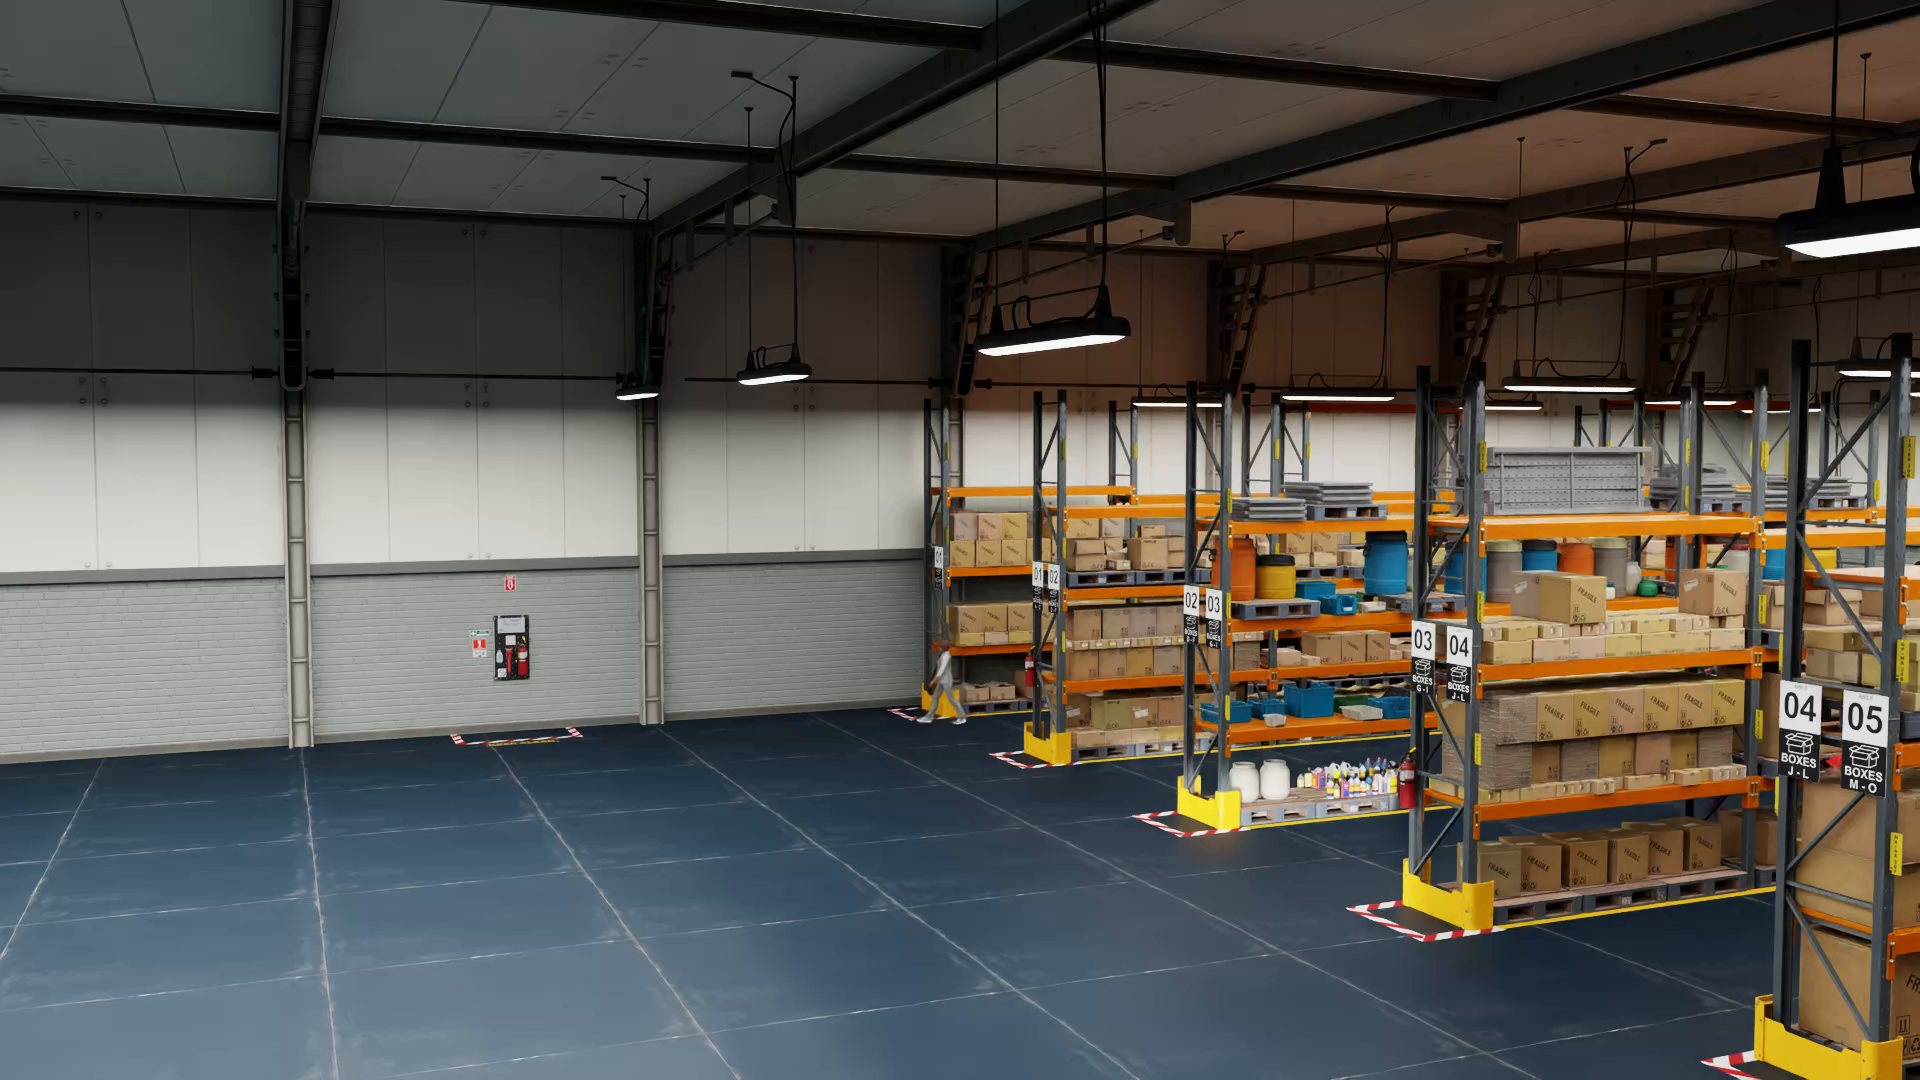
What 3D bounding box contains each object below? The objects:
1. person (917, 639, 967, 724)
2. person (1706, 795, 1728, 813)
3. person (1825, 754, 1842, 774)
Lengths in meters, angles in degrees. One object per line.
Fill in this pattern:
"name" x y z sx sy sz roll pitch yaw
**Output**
"person" -0.332 2.599 30.325 0.915 1.519 0.453 0 3 -4
"person" 10.533 2.990 23.088 0.499 1.646 0.531 -1 4 -19
"person" 9.993 3.234 18.569 0.630 1.685 0.692 -1 3 -15
